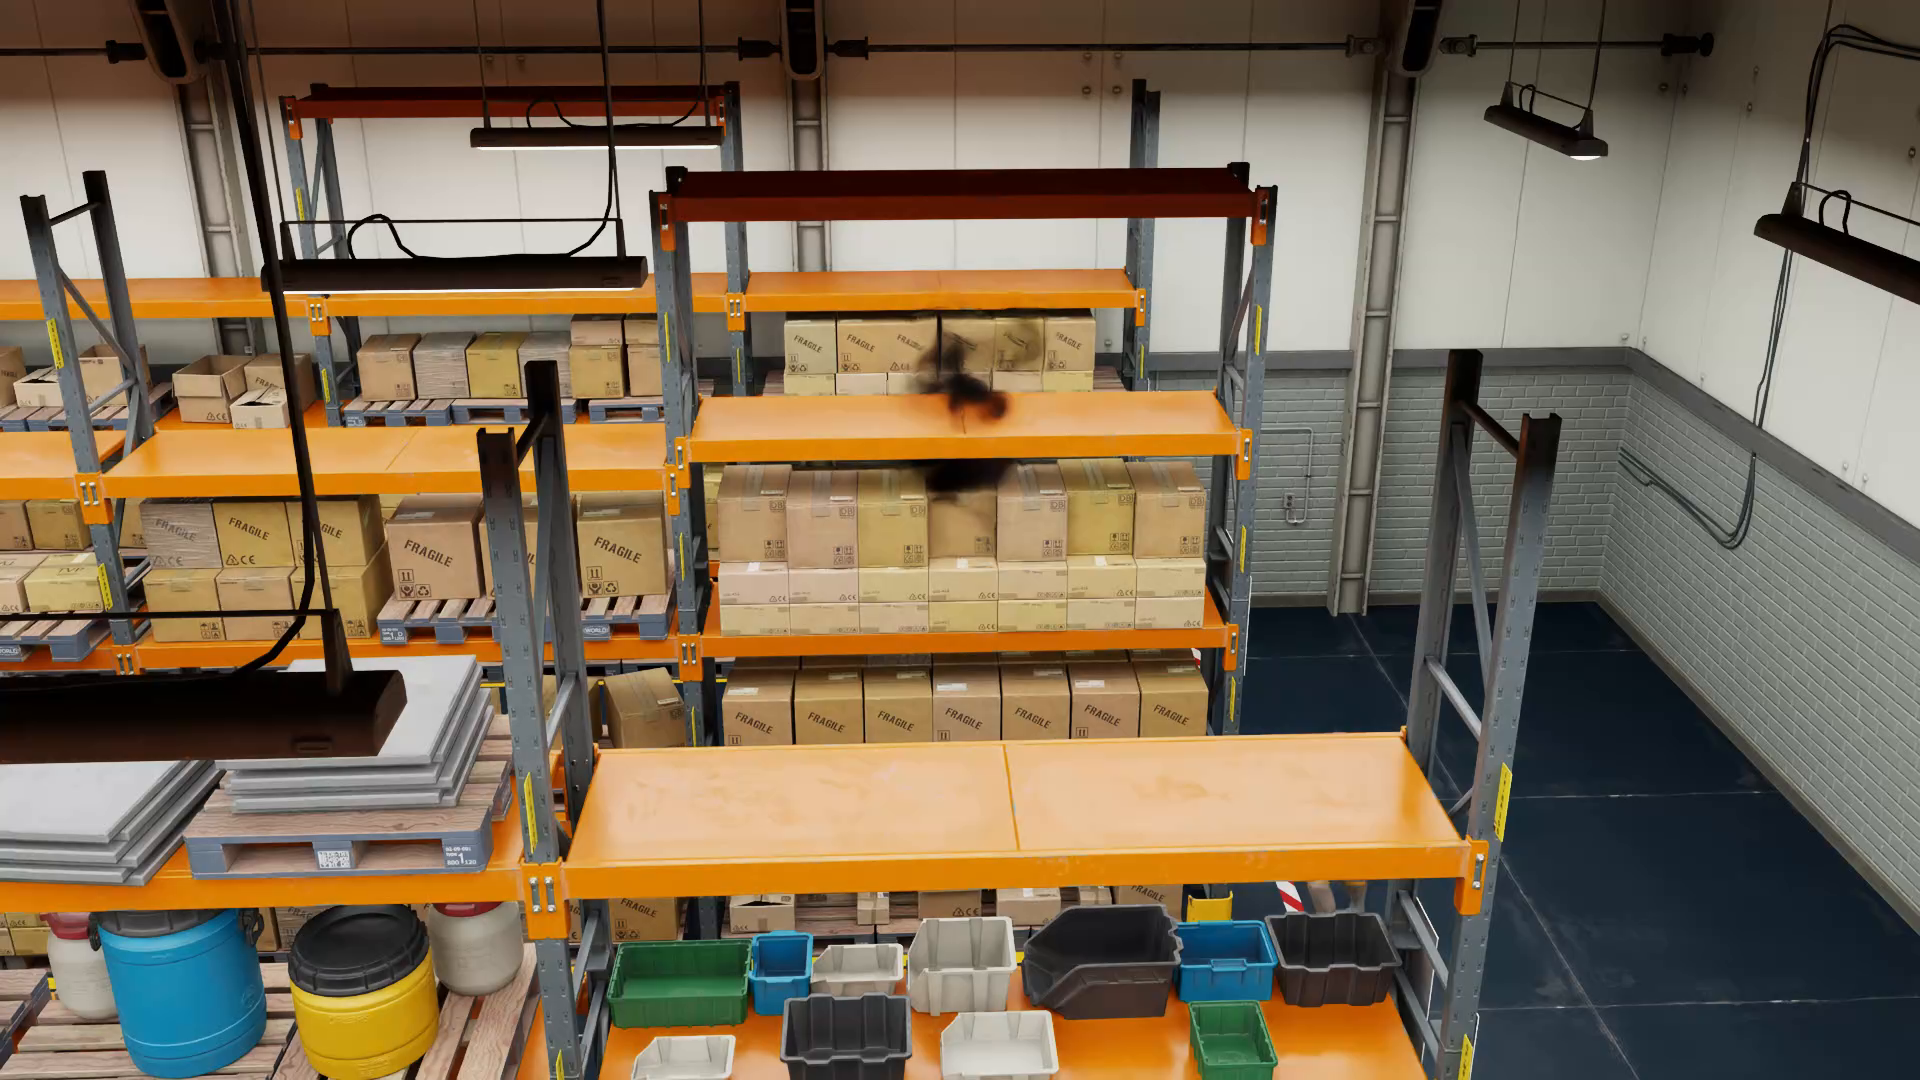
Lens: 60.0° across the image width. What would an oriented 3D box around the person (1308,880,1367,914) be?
[{"bbox_3d":[2.861,2.262,12.708,0.669,1.756,0.818,10,24,24],"label":"person"}]
